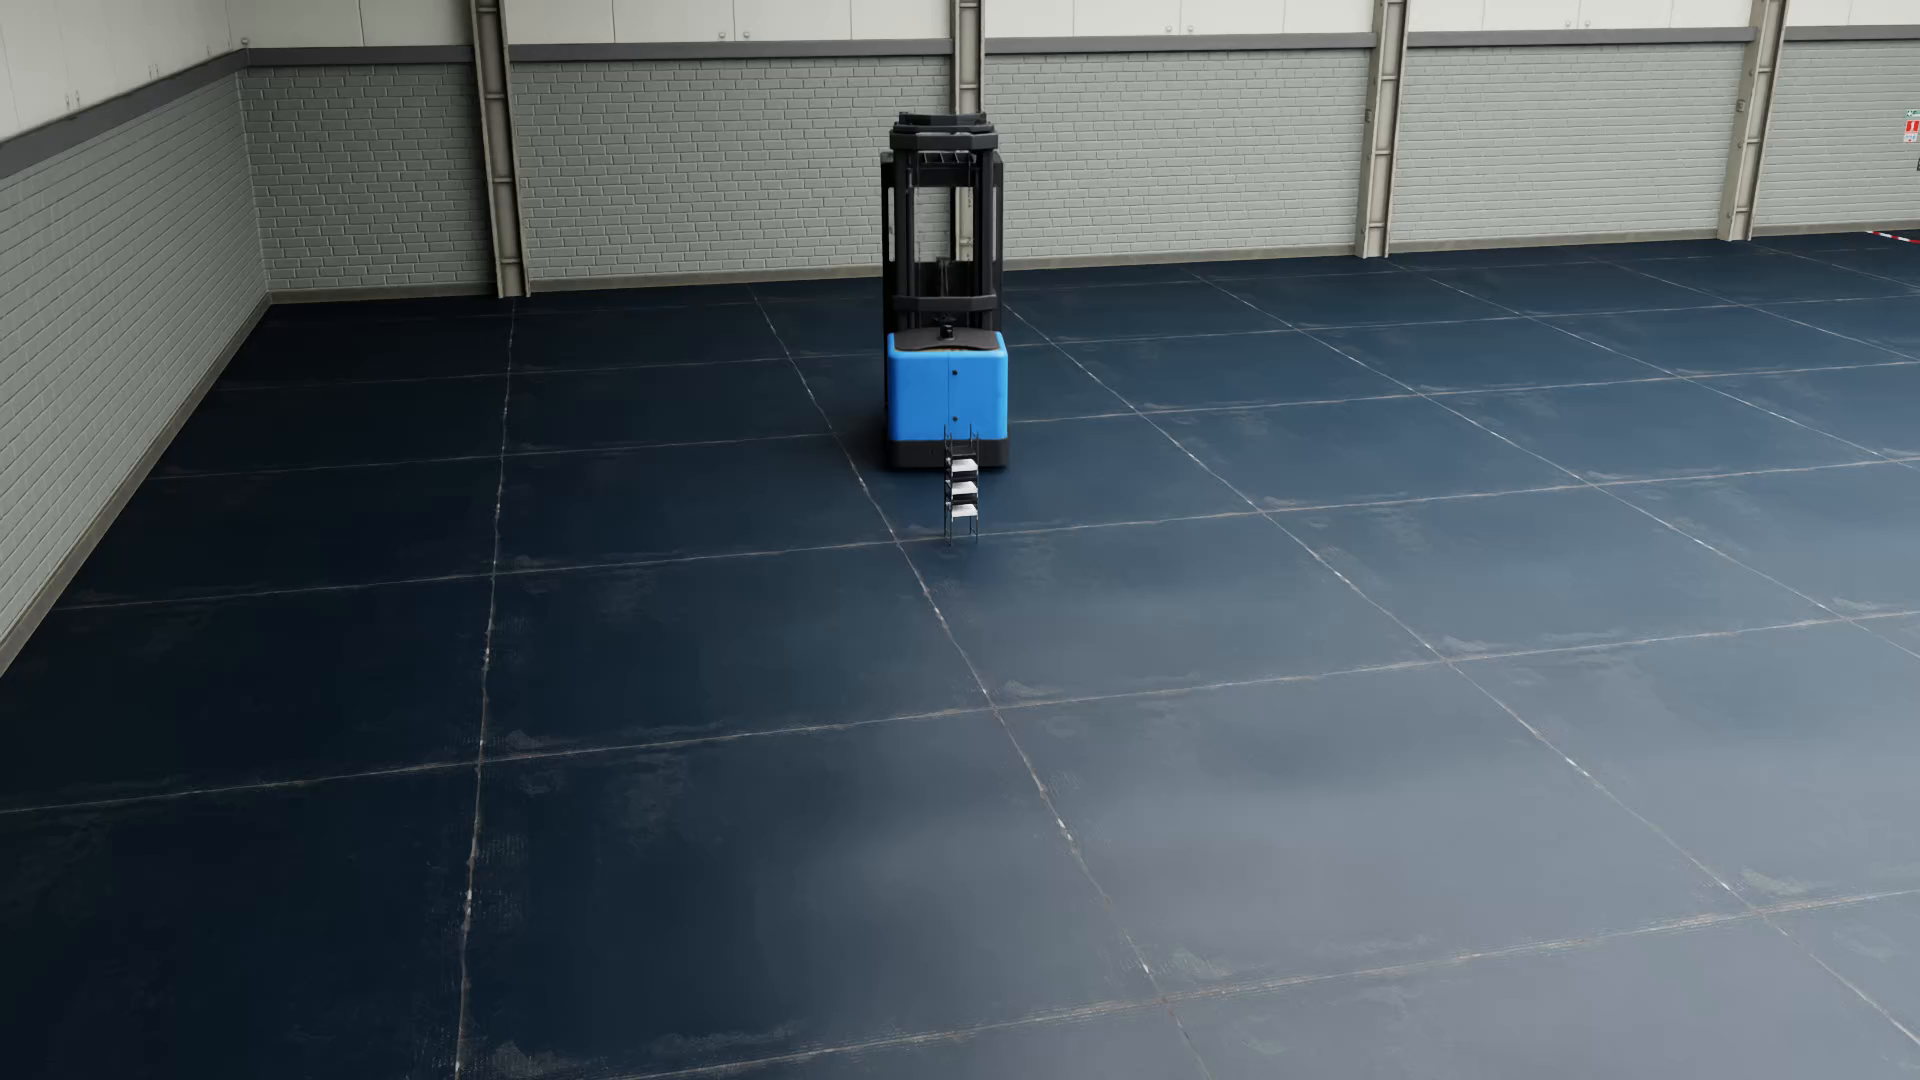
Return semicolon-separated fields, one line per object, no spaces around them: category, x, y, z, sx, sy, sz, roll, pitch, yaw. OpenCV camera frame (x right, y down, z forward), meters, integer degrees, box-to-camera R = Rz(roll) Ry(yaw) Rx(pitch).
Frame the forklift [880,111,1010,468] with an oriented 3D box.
forklift;-0.170;-2.457;15.261;1.130;2.935;3.031;-1;20;-3

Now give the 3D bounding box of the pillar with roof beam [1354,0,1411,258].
pillar with roof beam;6.925;-6.892;18.547;0.400;9.000;9.100;-5;21;-12

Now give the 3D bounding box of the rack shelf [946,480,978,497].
rack shelf;0.008;-0.392;12.673;0.200;0.077;0.258;-5;21;-12

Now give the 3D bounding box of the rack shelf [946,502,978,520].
rack shelf;0.008;-0.223;12.735;0.200;0.077;0.258;-5;21;-12

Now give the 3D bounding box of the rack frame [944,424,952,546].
rack frame;-0.091;-0.415;12.640;0.006;0.900;0.240;-5;21;-12

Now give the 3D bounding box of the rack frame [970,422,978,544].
rack frame;0.107;-0.431;12.684;0.006;0.900;0.240;-5;21;-12

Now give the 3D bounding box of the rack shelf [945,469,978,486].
rack shelf;0.008;-0.476;12.642;0.200;0.077;0.258;-5;21;-12

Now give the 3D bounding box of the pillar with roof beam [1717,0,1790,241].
pillar with roof beam;12.764;-7.367;19.843;0.400;9.000;9.100;-5;21;-12

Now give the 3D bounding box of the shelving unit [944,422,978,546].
shelving unit;0.008;-0.423;12.662;0.210;0.900;0.258;-5;21;-12

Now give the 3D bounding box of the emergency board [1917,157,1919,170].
emergency board;15.186;-6.289;25.621;0.626;1.169;0.157;-5;21;-12

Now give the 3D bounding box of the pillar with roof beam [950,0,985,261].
pillar with roof beam;1.086;-6.417;17.250;0.400;9.000;9.100;-5;21;-12

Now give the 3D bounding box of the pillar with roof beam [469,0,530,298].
pillar with roof beam;-4.753;-5.942;15.954;0.400;9.000;9.100;-5;21;-12

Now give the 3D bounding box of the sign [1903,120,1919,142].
sign;14.637;-6.291;25.575;0.234;0.329;0.001;-5;21;-12

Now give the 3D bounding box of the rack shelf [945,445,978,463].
rack shelf;0.008;-0.645;12.580;0.200;0.077;0.258;-5;21;-12

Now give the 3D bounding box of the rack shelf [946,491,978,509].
rack shelf;0.008;-0.307;12.704;0.200;0.077;0.258;-5;21;-12

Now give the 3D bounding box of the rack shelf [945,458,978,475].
rack shelf;0.008;-0.561;12.611;0.200;0.077;0.258;-5;21;-12

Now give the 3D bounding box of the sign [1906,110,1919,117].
sign;14.644;-6.537;25.476;0.331;0.109;0.001;-5;21;-12
